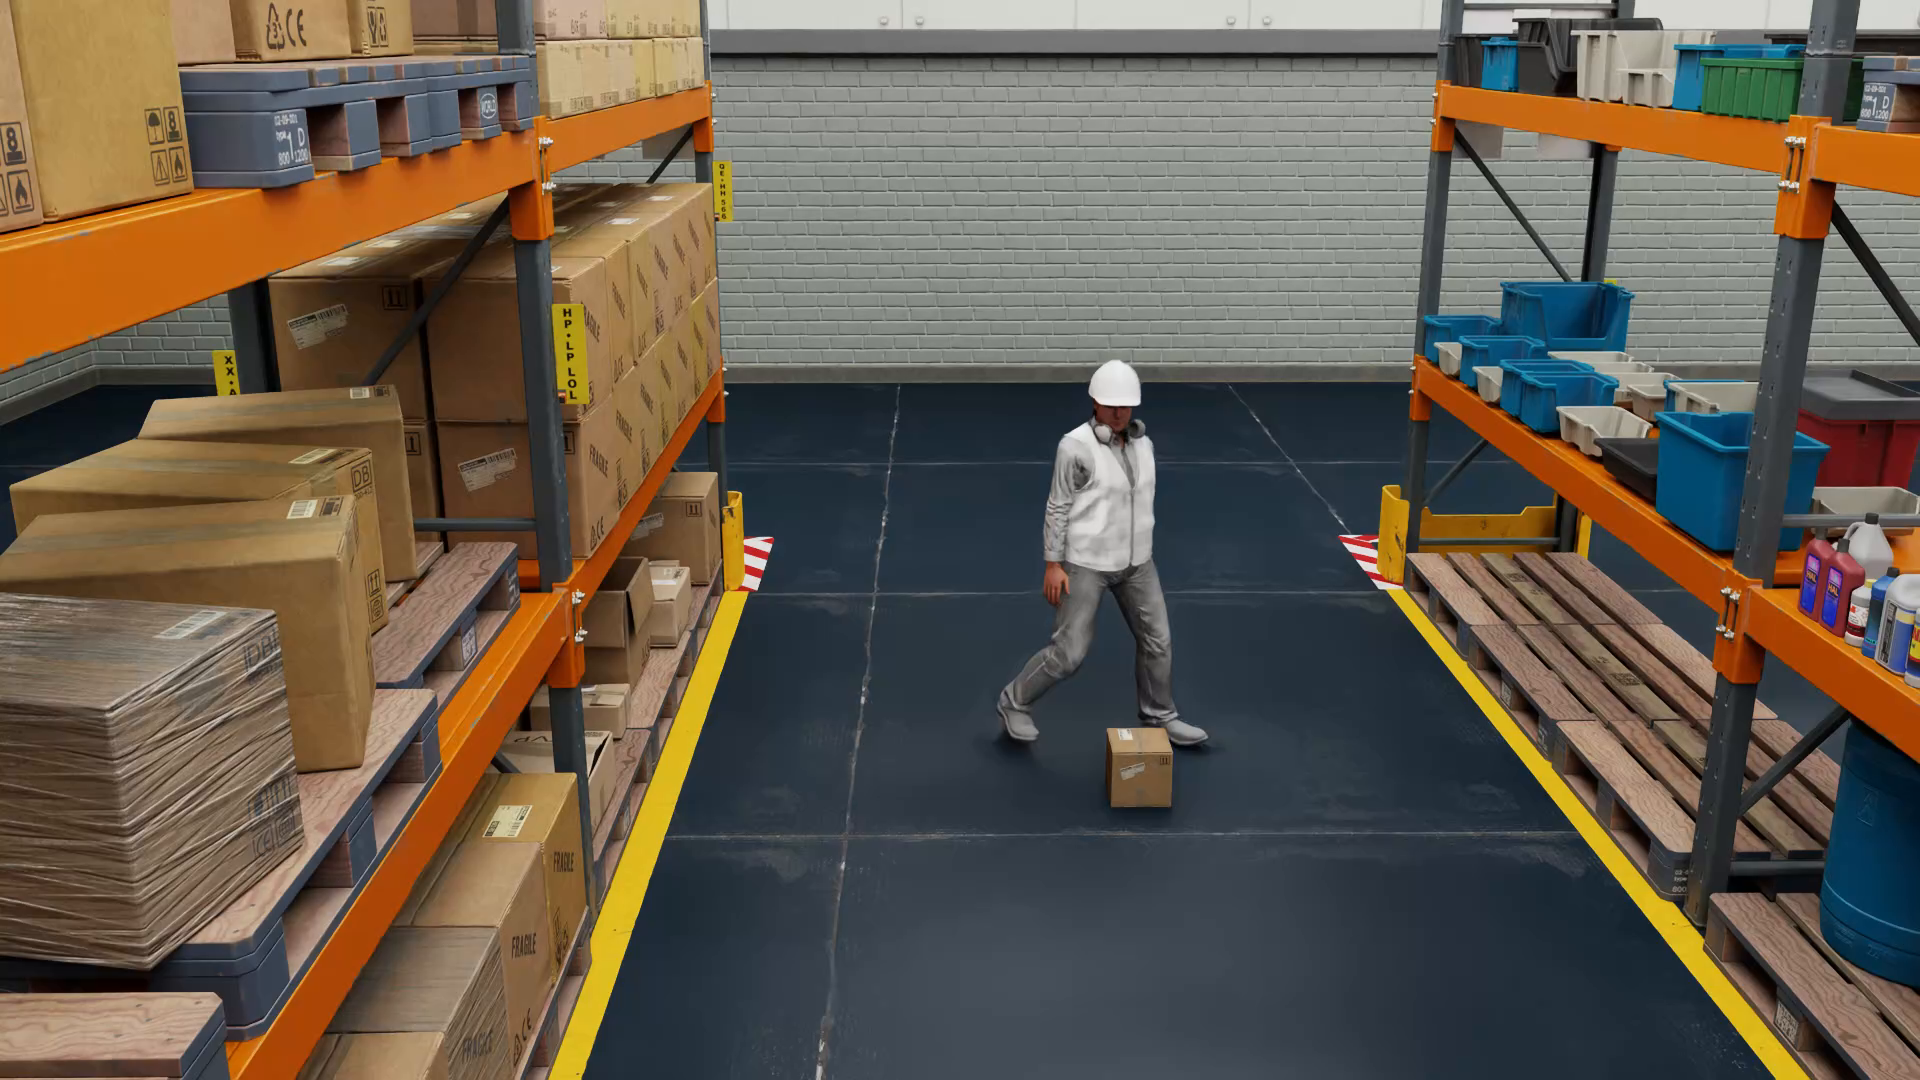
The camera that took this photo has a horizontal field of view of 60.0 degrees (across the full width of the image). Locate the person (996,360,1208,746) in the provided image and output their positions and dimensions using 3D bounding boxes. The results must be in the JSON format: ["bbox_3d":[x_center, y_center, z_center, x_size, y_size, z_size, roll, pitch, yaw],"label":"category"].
[{"bbox_3d":[0.623,0.084,7.256,0.750,1.755,0.705,-12,21,-34],"label":"person"}]
